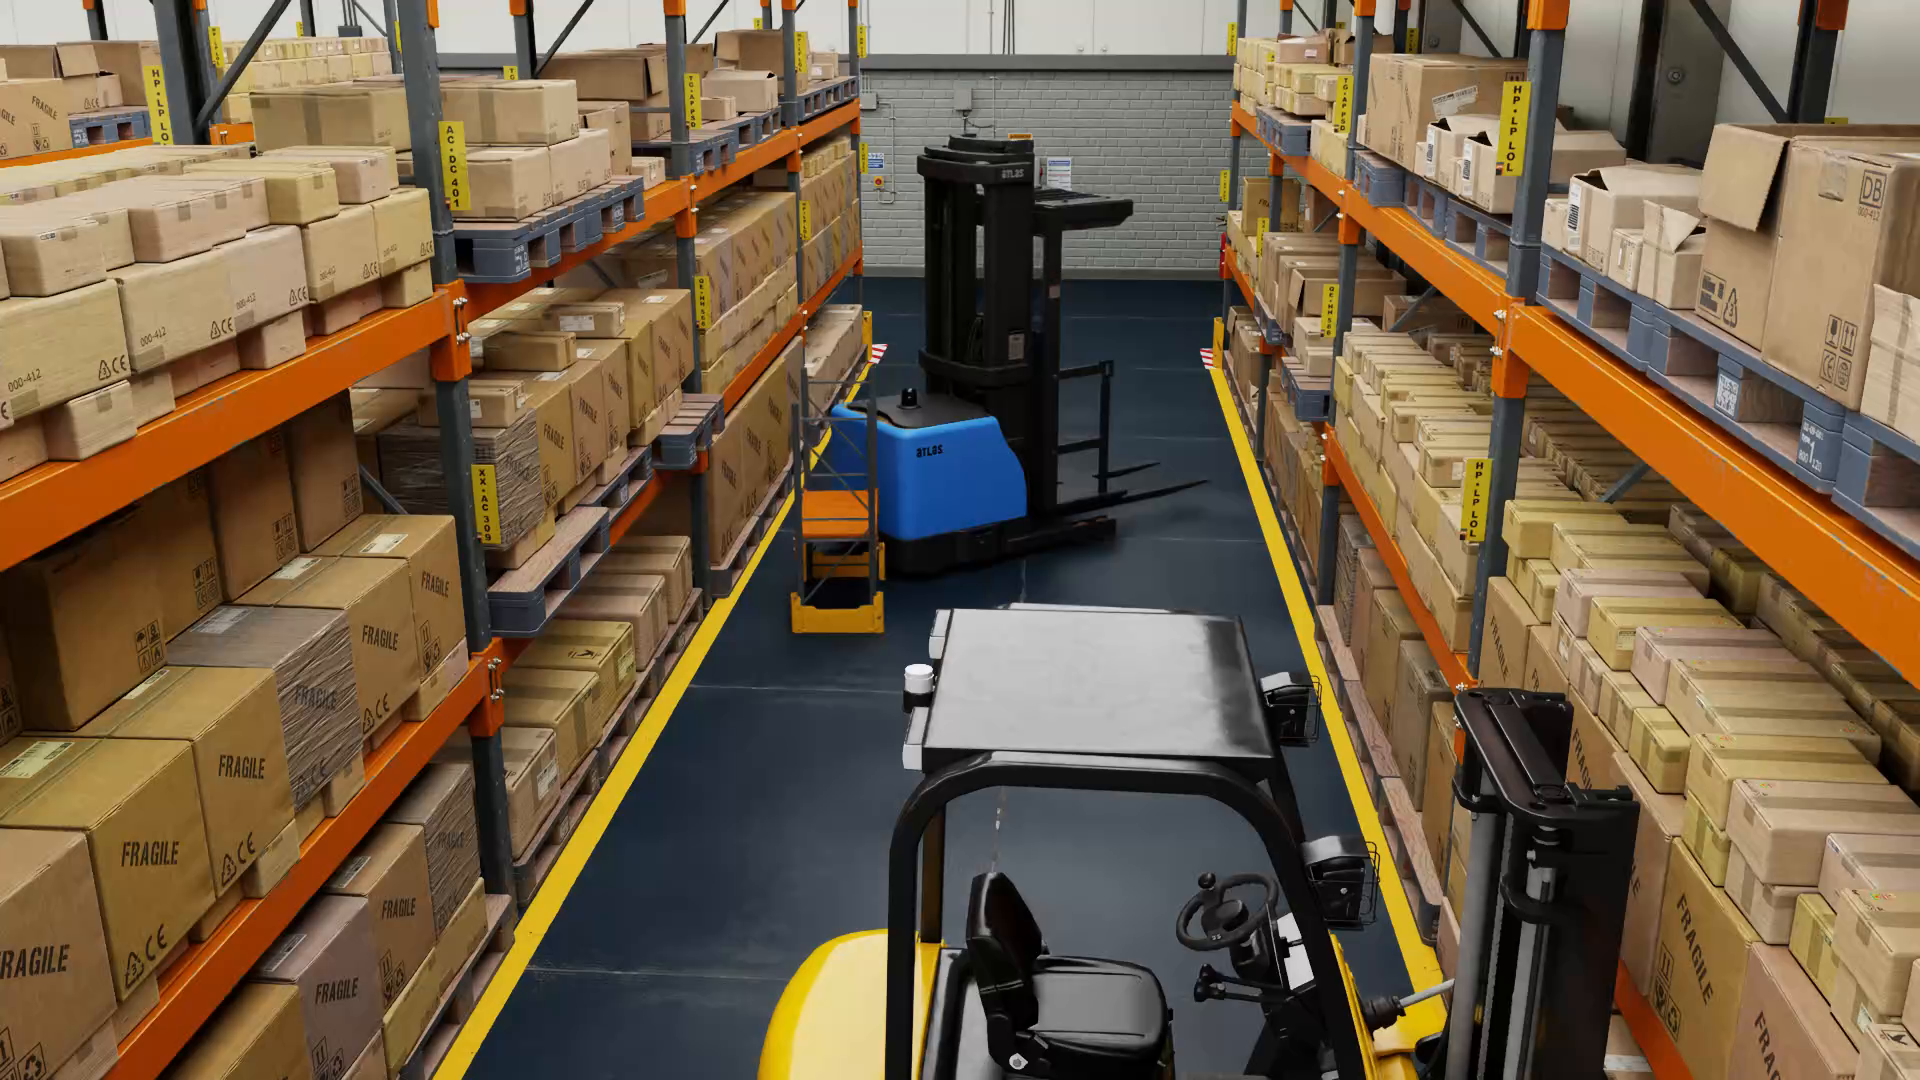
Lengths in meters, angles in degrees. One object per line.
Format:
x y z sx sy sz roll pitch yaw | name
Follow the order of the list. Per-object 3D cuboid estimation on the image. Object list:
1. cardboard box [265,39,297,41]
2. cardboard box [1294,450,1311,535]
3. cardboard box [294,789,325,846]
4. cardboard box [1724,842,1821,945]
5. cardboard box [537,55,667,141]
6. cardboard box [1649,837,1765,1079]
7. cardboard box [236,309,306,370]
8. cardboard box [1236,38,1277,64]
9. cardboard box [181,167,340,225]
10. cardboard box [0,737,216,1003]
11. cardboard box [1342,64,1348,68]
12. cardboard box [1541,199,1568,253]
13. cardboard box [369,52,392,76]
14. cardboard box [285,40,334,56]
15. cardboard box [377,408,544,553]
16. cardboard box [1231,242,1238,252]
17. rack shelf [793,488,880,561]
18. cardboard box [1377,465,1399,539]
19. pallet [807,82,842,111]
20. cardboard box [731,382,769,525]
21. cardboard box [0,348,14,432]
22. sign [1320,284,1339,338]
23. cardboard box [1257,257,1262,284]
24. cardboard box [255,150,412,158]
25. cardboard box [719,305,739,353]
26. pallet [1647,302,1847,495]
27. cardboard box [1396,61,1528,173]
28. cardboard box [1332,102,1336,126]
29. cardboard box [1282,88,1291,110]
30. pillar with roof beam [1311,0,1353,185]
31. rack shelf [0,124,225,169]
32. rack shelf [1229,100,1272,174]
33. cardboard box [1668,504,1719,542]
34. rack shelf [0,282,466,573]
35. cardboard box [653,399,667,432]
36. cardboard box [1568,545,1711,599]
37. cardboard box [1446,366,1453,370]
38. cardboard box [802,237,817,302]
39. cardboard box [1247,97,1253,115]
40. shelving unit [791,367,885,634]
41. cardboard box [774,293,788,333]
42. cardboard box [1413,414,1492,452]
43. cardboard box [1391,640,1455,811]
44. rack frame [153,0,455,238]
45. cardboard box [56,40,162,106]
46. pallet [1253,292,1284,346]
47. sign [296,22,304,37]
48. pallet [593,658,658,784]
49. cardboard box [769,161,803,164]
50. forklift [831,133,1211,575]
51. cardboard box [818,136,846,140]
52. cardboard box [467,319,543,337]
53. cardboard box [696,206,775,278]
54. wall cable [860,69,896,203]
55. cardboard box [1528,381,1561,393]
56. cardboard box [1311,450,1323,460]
-6.835 -4.913 16.579 0.380 0.149 0.250 2 18 5 | cardboard box
2.695 -0.339 11.979 0.500 0.500 0.500 2 18 6 | cardboard box
-2.277 0.880 5.323 0.380 0.149 0.250 1 18 3 | cardboard box
2.039 0.822 3.895 0.380 0.149 0.250 1 18 2 | cardboard box
-2.277 -2.777 10.424 0.797 0.503 0.637 0 18 1 | cardboard box
2.080 1.085 4.133 0.500 0.500 0.500 1 18 3 | cardboard box
-2.247 -0.622 5.091 0.380 0.149 0.250 2 18 5 | cardboard box
3.089 -4.959 16.881 0.500 0.250 0.500 1 18 3 | cardboard box
-2.183 -1.077 5.199 0.380 0.149 0.250 2 18 6 | cardboard box
-2.347 0.853 4.364 0.500 0.500 0.500 1 18 3 | cardboard box
3.183 -3.634 12.969 0.380 0.149 0.250 1 18 4 | cardboard box
2.176 -1.051 5.565 0.380 0.149 0.250 2 18 5 | cardboard box
-6.304 -4.989 17.453 0.500 0.250 0.500 1 18 2 | cardboard box
-6.379 -4.821 16.298 0.380 0.149 0.250 2 18 5 | cardboard box
-2.121 -0.268 7.111 0.500 0.500 0.500 2 18 5 | cardboard box
3.074 -3.142 17.599 0.380 0.149 0.250 1 18 3 | cardboard box
-0.798 -0.113 10.936 0.538 0.185 1.000 -1 18 -2 | rack shelf
2.412 -0.192 8.433 0.500 0.250 0.500 2 18 6 | cardboard box
-1.708 -4.240 15.871 1.003 0.211 1.213 1 18 4 | pallet
-1.953 -0.662 12.364 0.875 0.875 0.875 2 18 5 | cardboard box
-2.380 -0.300 3.467 0.500 0.250 0.500 1 18 3 | cardboard box
2.256 -1.395 10.130 0.100 0.325 0.005 1 18 4 | sign
2.878 -2.349 14.538 0.500 0.250 0.500 2 18 5 | cardboard box
-2.543 -1.479 6.868 0.500 0.250 0.500 1 18 3 | cardboard box
-1.833 -1.461 11.504 0.500 0.250 0.500 2 18 5 | cardboard box
2.385 -0.371 4.062 1.003 0.211 1.213 1 18 4 | pallet
2.430 -2.057 8.072 0.500 0.500 0.500 2 18 5 | cardboard box
2.640 -2.771 10.847 0.380 0.149 0.250 1 18 4 | cardboard box
2.595 -3.267 12.328 0.380 0.149 0.250 1 18 3 | cardboard box
0.169 -7.122 19.706 9.100 9.000 0.400 1 18 4 | pillar with roof beam
-6.955 -2.767 12.387 1.077 0.370 4.000 1 18 4 | rack shelf
3.228 -3.820 15.602 1.077 0.370 4.000 1 18 4 | rack shelf
2.789 -0.022 5.993 0.380 0.149 0.250 1 18 4 | cardboard box
-2.584 -0.203 4.563 1.077 0.370 4.000 1 18 4 | rack shelf
-1.889 -0.714 9.513 0.380 0.149 0.250 0 18 1 | cardboard box
2.254 0.127 5.538 0.380 0.149 0.250 1 18 3 | cardboard box
3.043 -0.894 9.771 0.500 0.250 0.500 2 18 5 | cardboard box
-1.572 -2.412 14.807 0.500 0.500 0.500 2 18 6 | cardboard box
2.910 -4.096 15.692 0.380 0.149 0.250 1 18 4 | cardboard box
-0.798 -0.287 10.889 0.587 1.500 1.083 -1 18 -2 | shelving unit
-1.685 -1.851 13.494 0.500 0.250 0.500 1 18 3 | cardboard box
2.376 -0.495 7.914 0.380 0.149 0.250 1 18 4 | cardboard box
2.600 0.895 8.013 0.875 0.625 0.625 1 18 3 | cardboard box
-2.440 -2.591 5.879 1.000 3.000 0.127 1 18 4 | rack frame
-6.948 -3.861 13.738 0.700 0.500 0.500 1 18 4 | cardboard box
2.918 -1.778 13.341 1.003 0.211 1.213 1 18 4 | pallet
-7.066 -5.399 17.863 0.100 0.325 0.005 1 18 4 | sign
-2.301 0.963 9.145 1.003 0.211 1.213 1 18 4 | pallet
-1.607 -3.308 14.895 0.380 0.149 0.250 1 18 3 | cardboard box
0.560 -1.483 12.242 3.031 2.935 1.130 -12 22 -33 | forklift
-1.406 -4.182 17.561 0.380 0.149 0.250 2 18 5 | cardboard box
-2.478 -0.909 9.068 0.500 0.500 0.500 2 18 5 | cardboard box
-1.734 -2.285 12.814 0.500 0.500 0.500 2 18 6 | cardboard box
-1.199 -5.717 23.371 0.585 1.953 0.123 1 18 4 | wall cable
3.010 -0.724 8.612 0.380 0.149 0.250 1 18 3 | cardboard box
2.632 -0.518 11.486 0.380 0.149 0.250 1 18 2 | cardboard box
